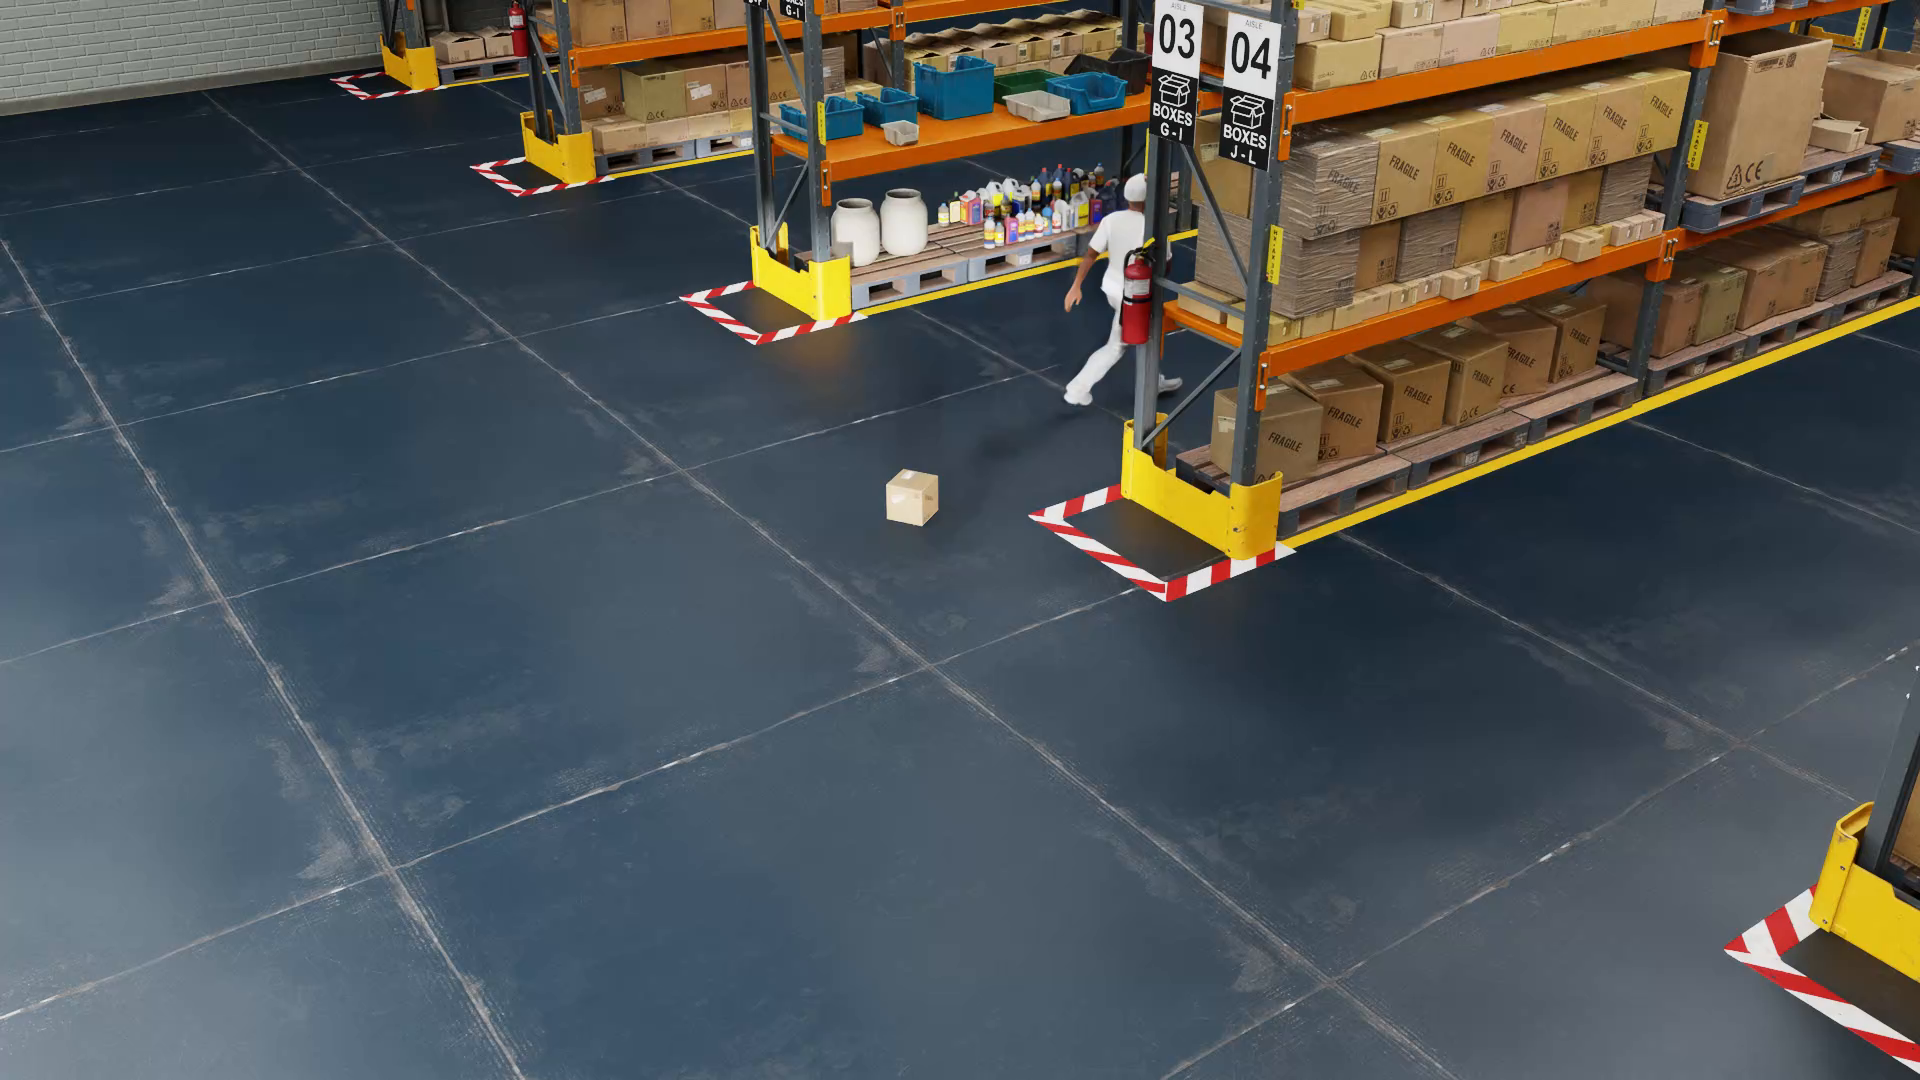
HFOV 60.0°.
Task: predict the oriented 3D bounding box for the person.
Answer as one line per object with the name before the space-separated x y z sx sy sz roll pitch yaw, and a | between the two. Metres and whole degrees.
person | 1.204 -1.773 11.903 1.040 1.710 0.533 -16 32 -27
